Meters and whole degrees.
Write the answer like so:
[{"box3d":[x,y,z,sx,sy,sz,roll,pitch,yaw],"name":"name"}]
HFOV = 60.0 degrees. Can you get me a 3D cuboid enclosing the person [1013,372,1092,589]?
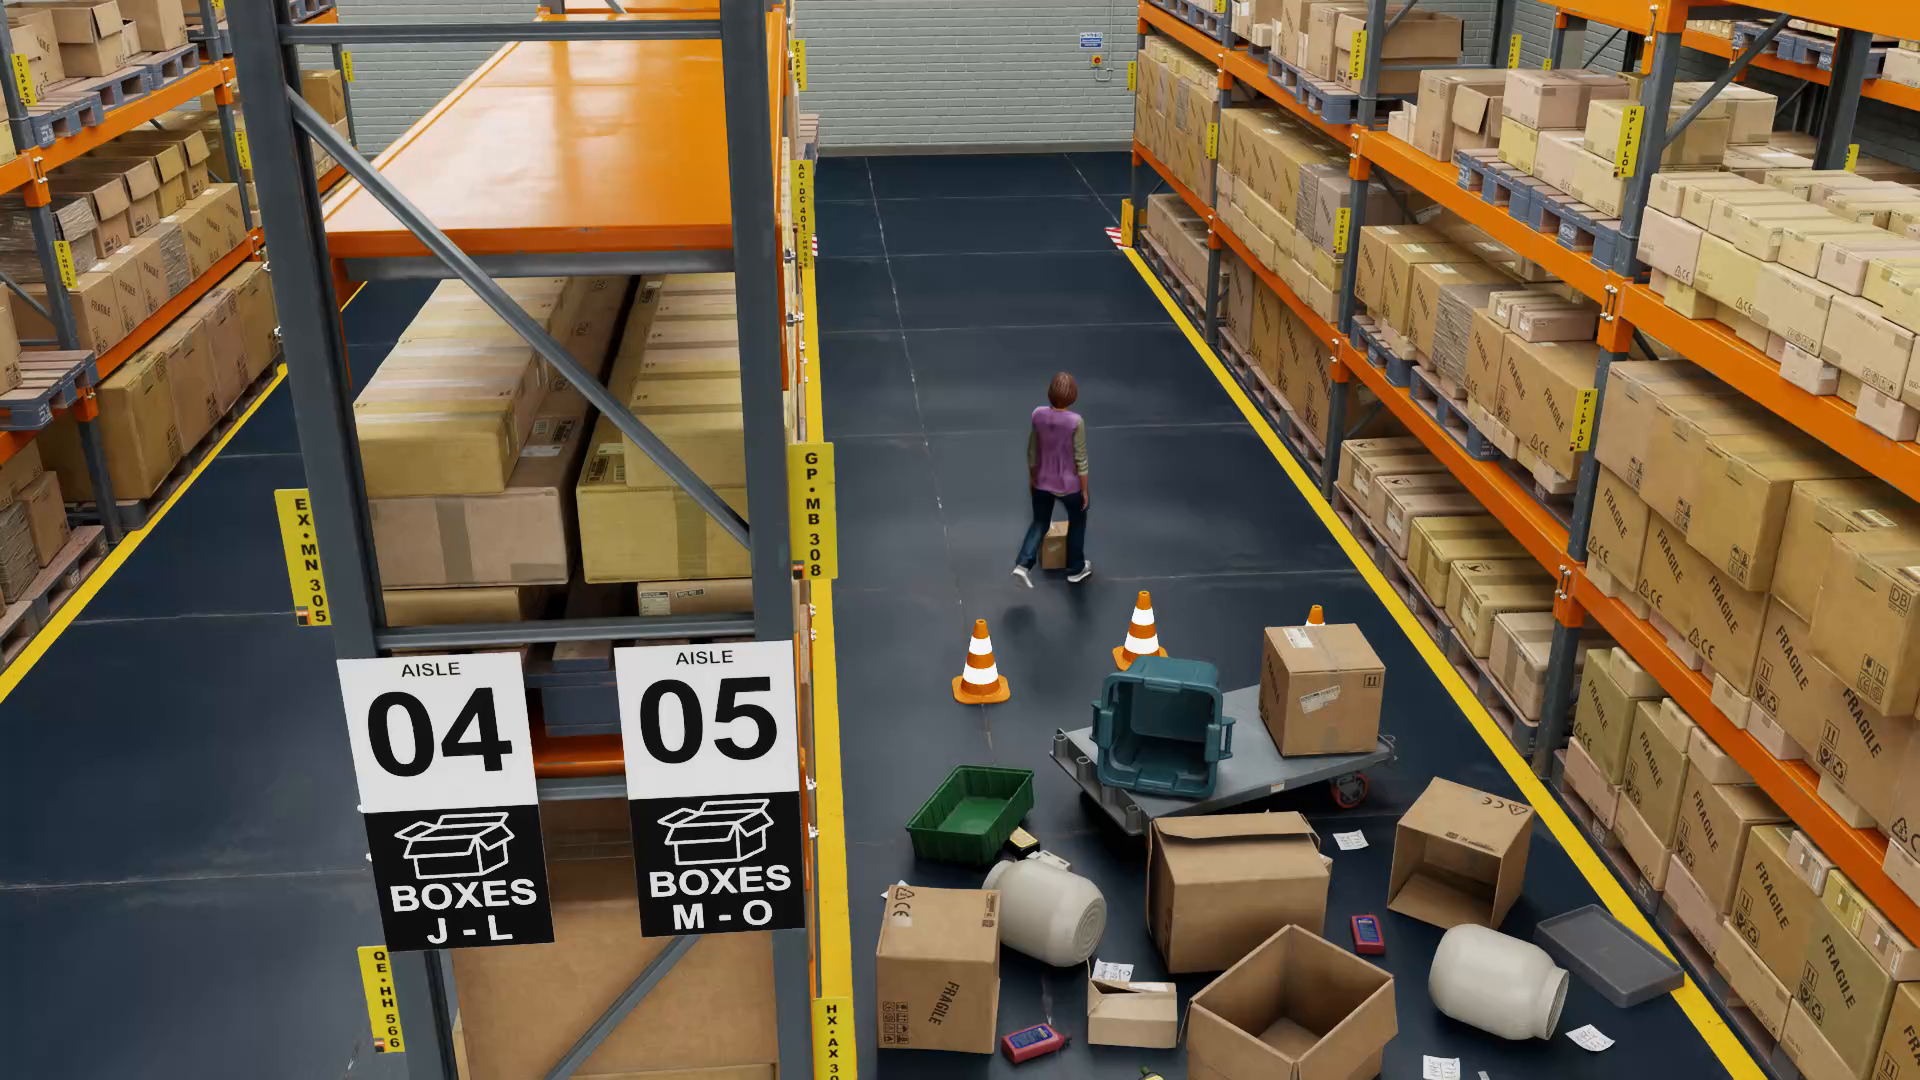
[{"box3d":[0.657,-0.383,10.985,0.435,1.554,0.788,11,26,23],"name":"person"}]
